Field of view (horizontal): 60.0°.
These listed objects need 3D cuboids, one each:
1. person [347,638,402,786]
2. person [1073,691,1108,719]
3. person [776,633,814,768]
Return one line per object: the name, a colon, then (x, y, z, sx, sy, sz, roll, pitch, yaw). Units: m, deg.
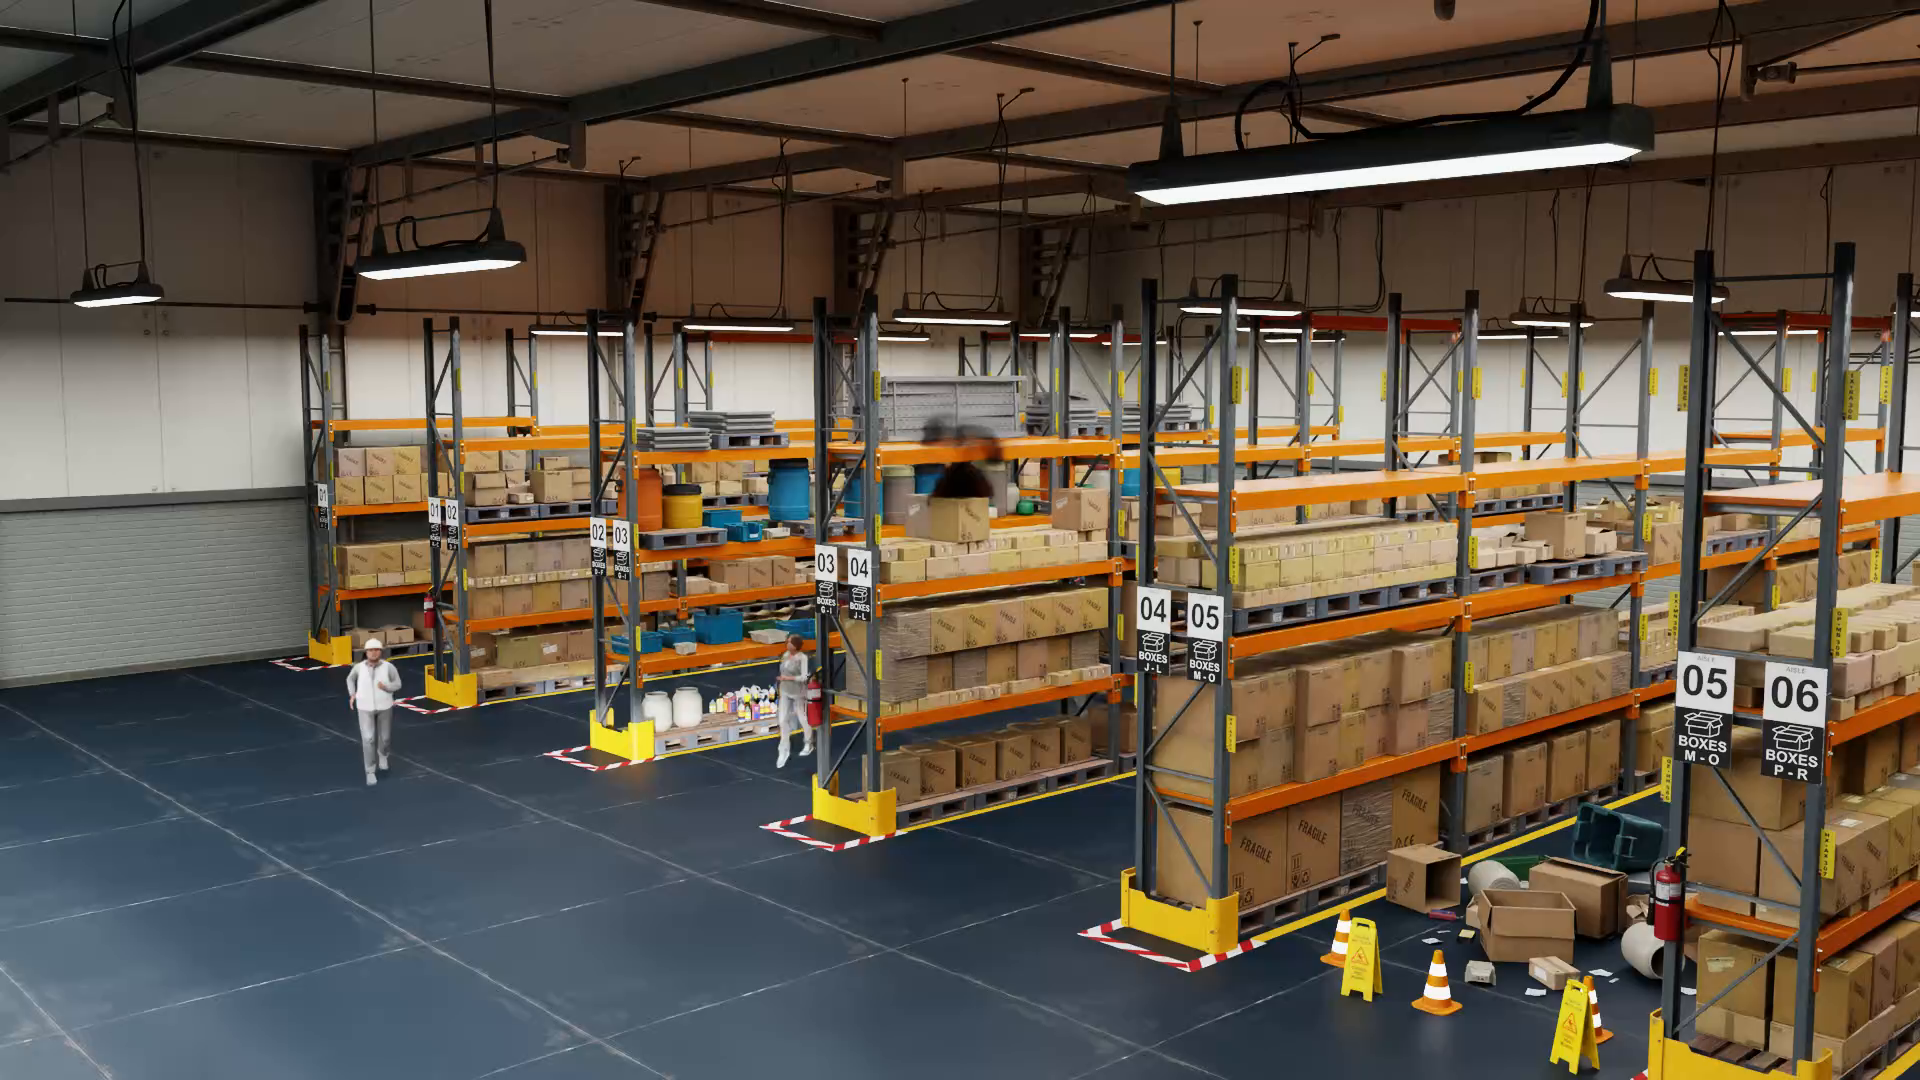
person: (-7.408, 2.134, 21.066, 0.650, 1.779, 0.940, -2, 6, -21)
person: (1.952, 1.889, 24.466, 0.742, 1.648, 0.618, -5, 8, -41)
person: (-2.105, 2.013, 20.993, 0.505, 1.685, 0.699, 3, 7, 29)
